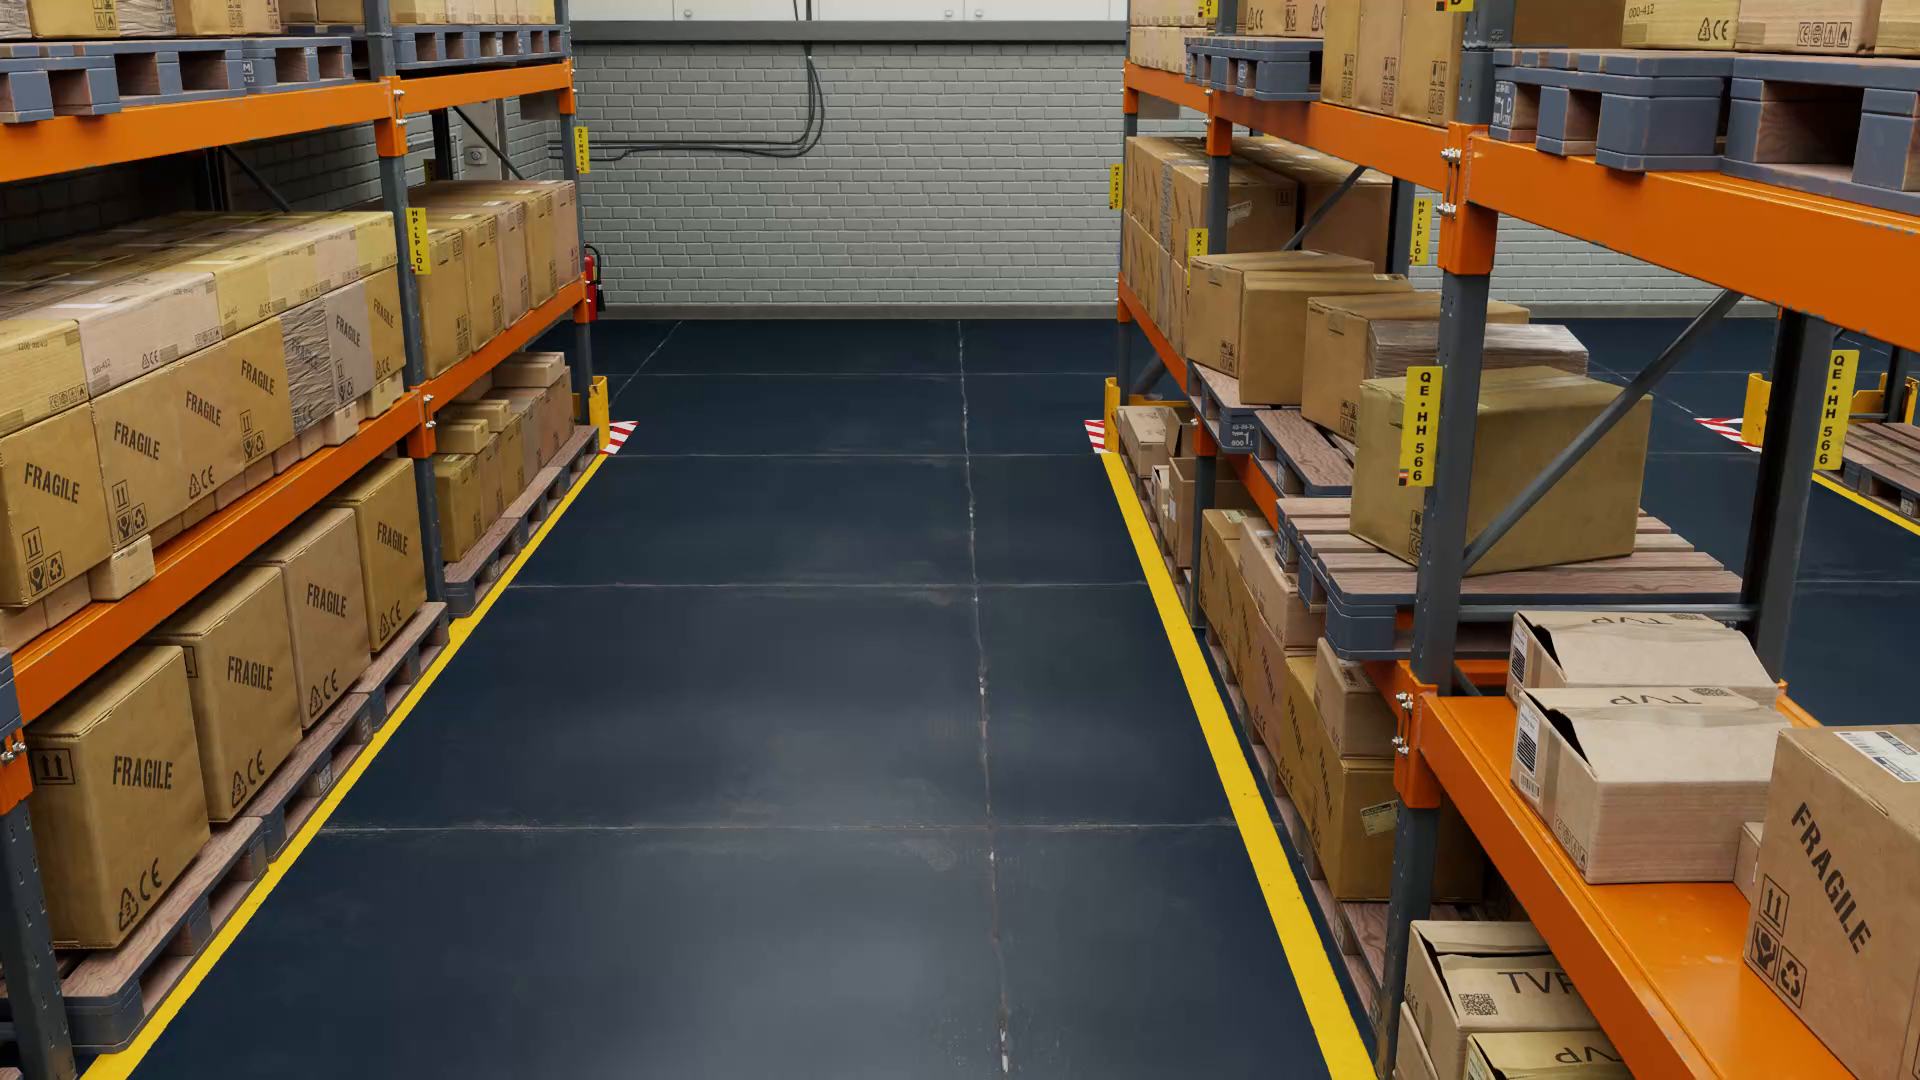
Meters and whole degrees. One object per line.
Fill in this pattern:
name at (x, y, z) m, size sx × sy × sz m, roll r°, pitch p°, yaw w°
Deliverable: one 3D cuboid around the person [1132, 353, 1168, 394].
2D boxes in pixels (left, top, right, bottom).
person at (1.865, -1.937, 13.691) m, size 0.860 × 1.541 × 0.518 m, roll 0°, pitch 17°, yaw -1°
